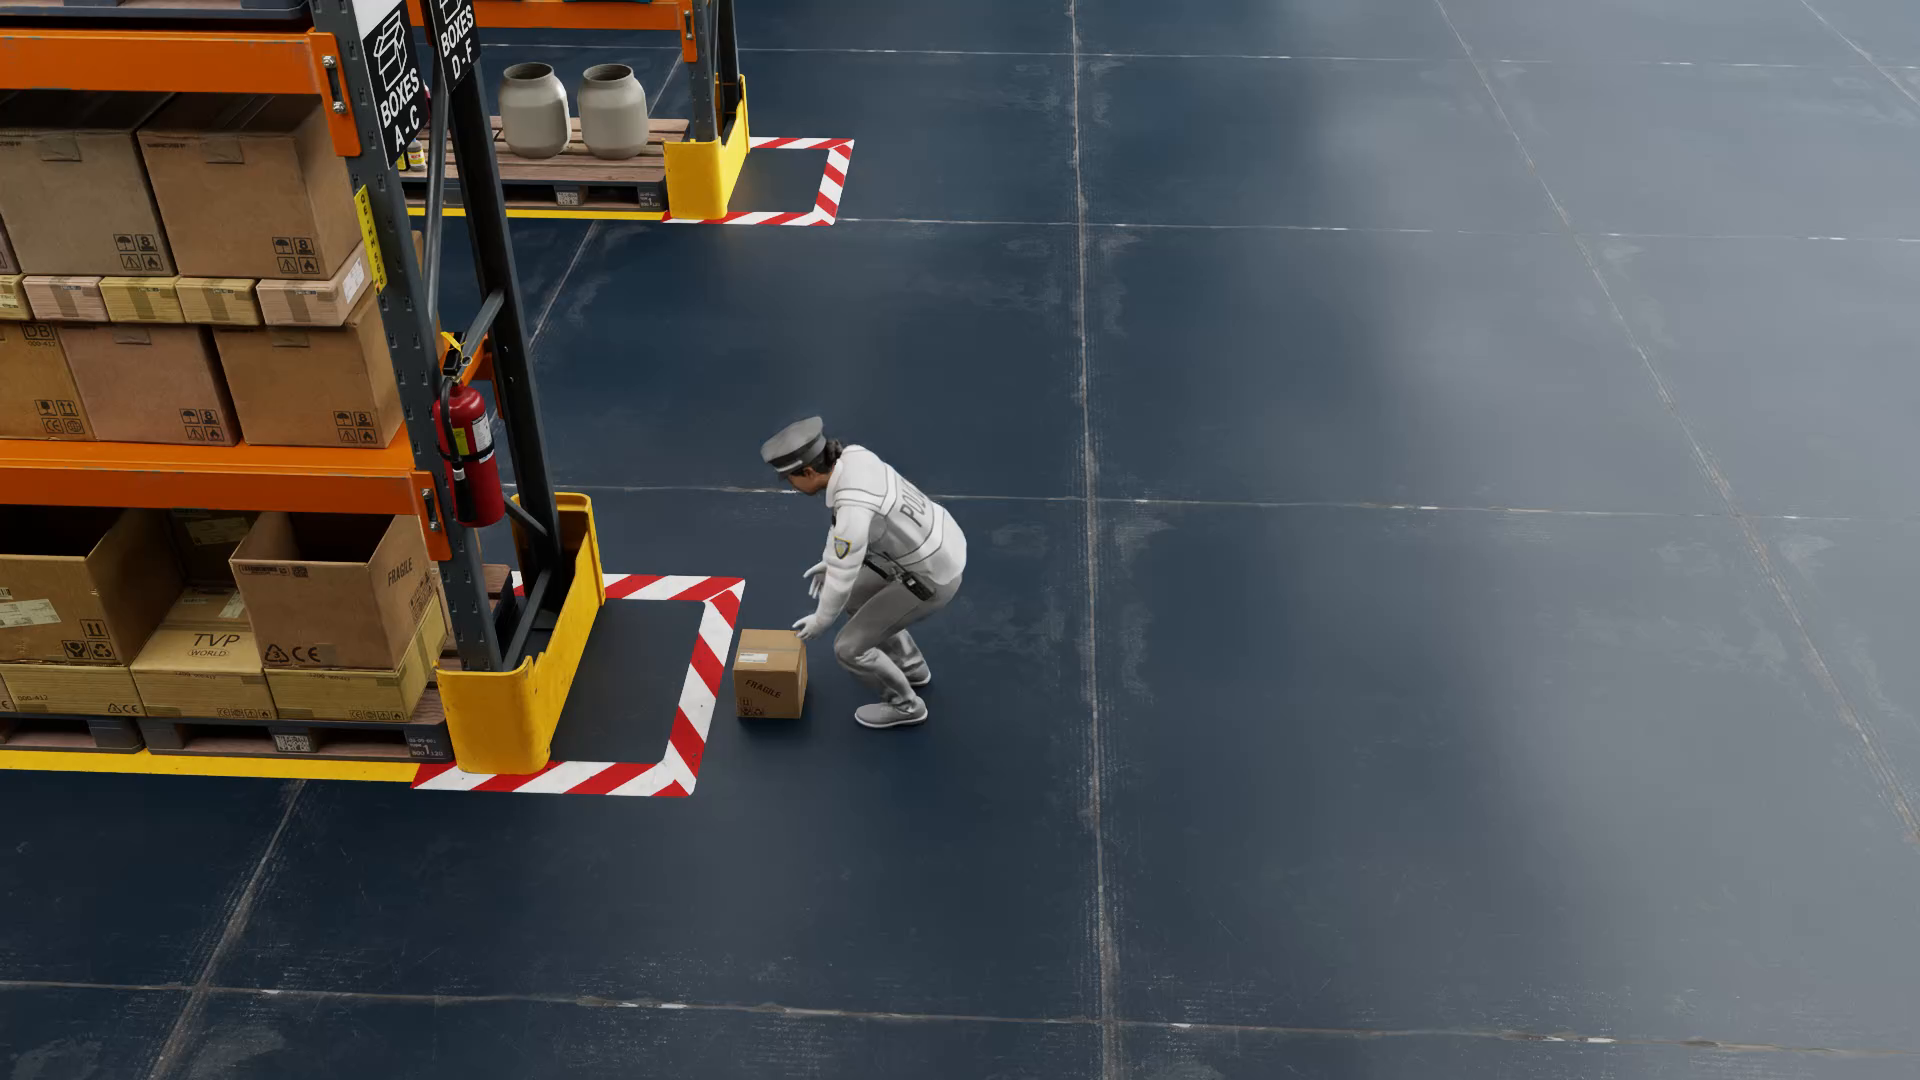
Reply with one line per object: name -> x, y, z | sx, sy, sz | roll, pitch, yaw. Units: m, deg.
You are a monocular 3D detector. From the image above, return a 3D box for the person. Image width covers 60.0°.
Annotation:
person -> -0.346, 0.130, 6.267 | 0.739, 1.320, 0.534 | 1, 36, 2
